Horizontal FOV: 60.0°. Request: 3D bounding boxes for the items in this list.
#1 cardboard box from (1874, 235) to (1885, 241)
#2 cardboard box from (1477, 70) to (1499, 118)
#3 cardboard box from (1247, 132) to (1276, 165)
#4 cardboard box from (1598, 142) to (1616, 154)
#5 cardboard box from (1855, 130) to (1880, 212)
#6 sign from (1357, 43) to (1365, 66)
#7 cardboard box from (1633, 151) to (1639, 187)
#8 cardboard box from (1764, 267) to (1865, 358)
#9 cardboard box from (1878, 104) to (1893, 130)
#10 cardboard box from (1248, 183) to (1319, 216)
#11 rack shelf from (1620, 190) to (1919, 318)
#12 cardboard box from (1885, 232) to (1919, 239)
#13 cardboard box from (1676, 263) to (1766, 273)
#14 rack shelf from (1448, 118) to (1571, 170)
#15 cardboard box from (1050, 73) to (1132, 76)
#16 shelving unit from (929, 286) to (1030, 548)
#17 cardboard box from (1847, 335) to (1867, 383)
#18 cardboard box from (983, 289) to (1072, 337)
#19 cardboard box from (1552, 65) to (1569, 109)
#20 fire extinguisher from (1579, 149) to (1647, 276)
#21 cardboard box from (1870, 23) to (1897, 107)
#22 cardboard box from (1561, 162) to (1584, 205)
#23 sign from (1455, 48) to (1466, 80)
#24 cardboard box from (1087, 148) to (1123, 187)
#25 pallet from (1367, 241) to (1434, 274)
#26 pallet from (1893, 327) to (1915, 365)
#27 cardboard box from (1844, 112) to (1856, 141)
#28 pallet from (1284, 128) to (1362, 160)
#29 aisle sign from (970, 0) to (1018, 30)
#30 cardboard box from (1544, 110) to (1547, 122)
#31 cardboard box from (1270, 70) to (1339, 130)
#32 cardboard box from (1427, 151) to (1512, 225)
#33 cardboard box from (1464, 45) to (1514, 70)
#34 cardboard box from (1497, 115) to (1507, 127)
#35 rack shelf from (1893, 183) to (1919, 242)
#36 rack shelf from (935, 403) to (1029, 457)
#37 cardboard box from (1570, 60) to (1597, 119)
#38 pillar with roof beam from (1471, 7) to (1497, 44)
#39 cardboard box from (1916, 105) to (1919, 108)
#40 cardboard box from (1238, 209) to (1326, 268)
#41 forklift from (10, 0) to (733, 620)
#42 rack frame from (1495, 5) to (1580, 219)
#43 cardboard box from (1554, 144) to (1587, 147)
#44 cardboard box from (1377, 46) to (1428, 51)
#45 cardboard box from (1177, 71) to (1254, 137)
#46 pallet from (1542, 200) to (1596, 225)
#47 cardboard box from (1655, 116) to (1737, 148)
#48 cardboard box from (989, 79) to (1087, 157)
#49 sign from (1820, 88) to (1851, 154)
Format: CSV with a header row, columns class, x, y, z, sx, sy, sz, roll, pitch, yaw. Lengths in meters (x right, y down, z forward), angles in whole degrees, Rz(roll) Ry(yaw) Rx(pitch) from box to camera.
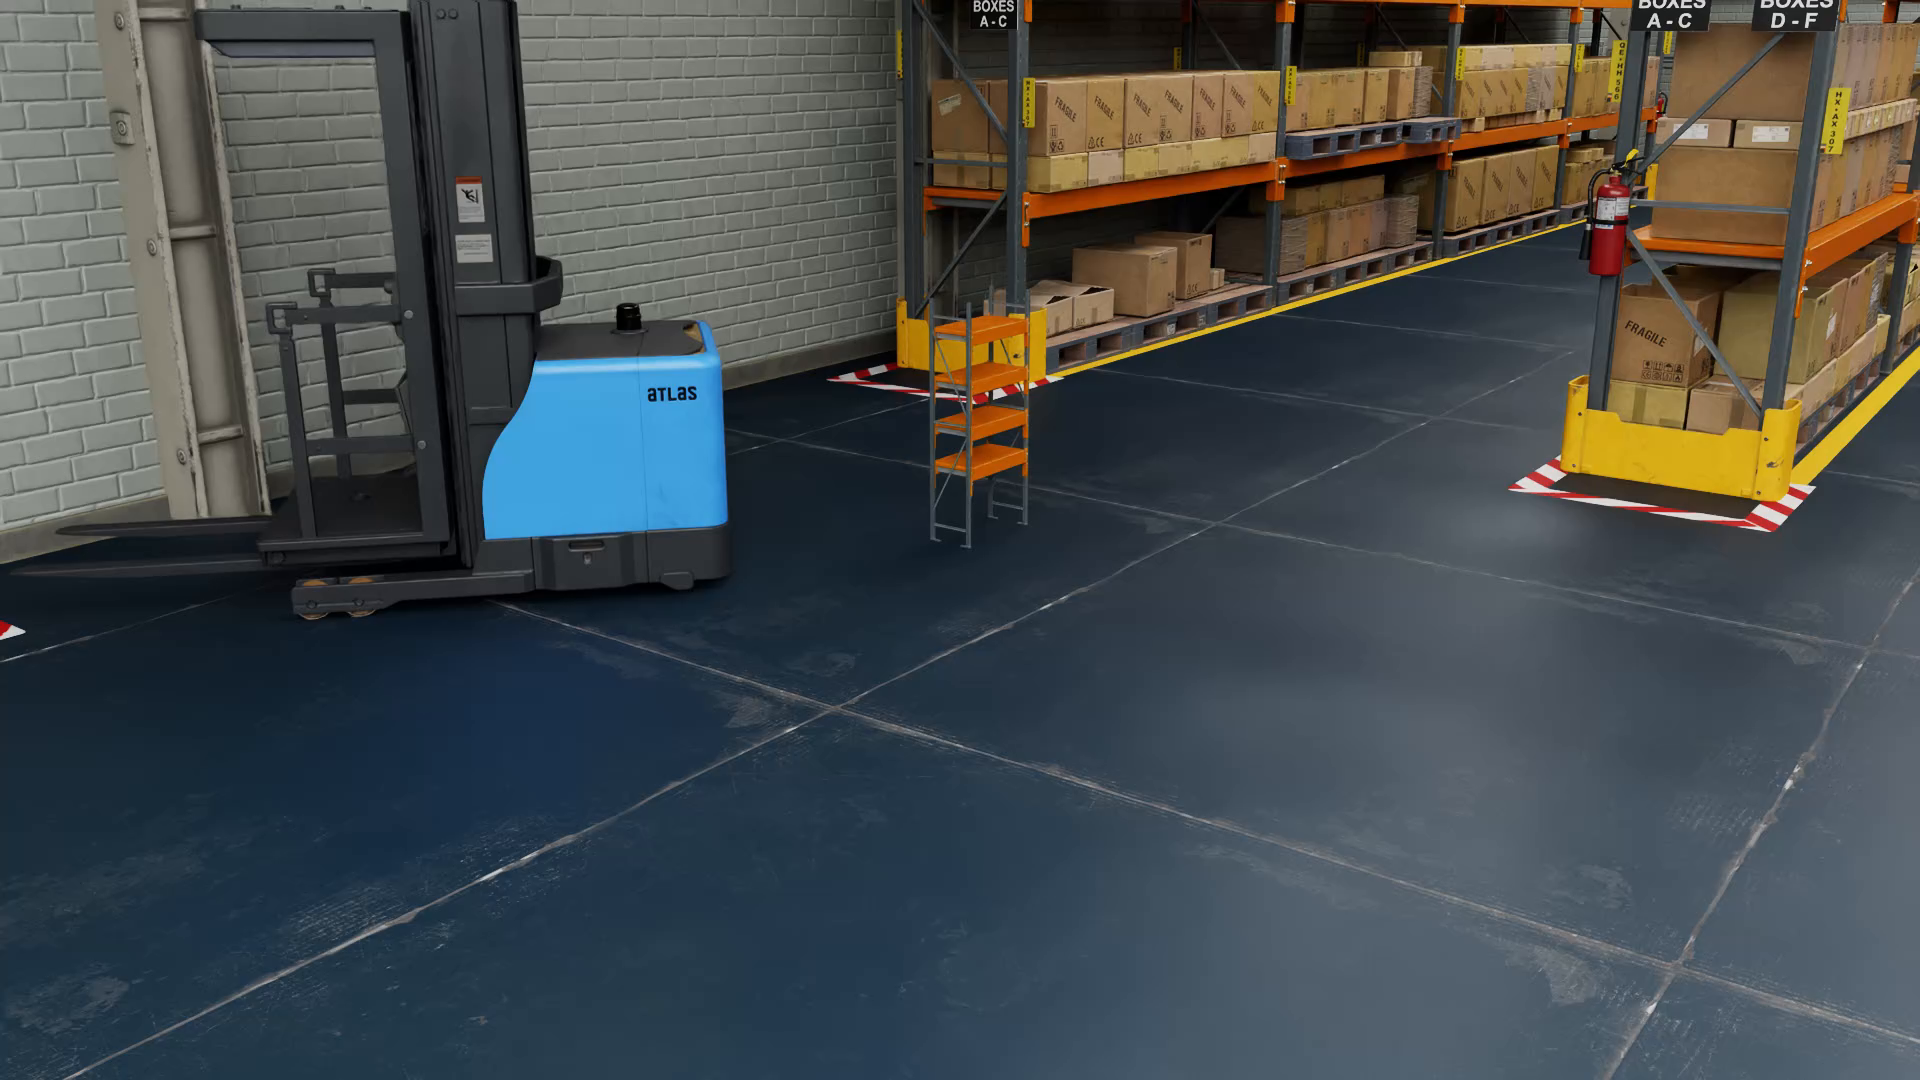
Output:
class,x,y,z,sx,sy,sz,roll,pitch,yaw
cardboard box,7.616,-2.519,14.281,0.500,0.311,0.500,12,21,33
cardboard box,5.610,-4.952,18.429,0.500,0.500,0.500,13,22,36
cardboard box,2.373,-3.378,14.283,0.500,0.250,0.500,12,21,35
cardboard box,9.143,-5.473,23.223,0.380,0.149,0.250,13,22,36
cardboard box,5.522,-2.427,10.834,0.700,0.500,0.500,13,21,35
sign,4.347,-5.209,18.009,0.100,0.325,0.005,12,21,35
cardboard box,9.225,-5.287,23.718,0.700,0.500,0.500,12,21,35
cardboard box,5.403,-1.470,10.583,0.500,0.500,0.500,12,21,35
cardboard box,5.795,-2.745,10.762,0.380,0.149,0.250,12,21,34
cardboard box,3.097,-3.265,15.907,0.500,0.250,0.500,12,21,34
rack shelf,5.201,-1.912,10.556,1.077,0.370,4.000,12,21,35
cardboard box,8.054,-2.427,13.984,0.500,0.311,0.500,12,21,34
cardboard box,4.973,-1.565,10.888,0.500,0.500,0.500,12,21,35
rack shelf,5.987,-4.692,19.508,1.077,0.370,4.000,12,21,35
cardboard box,1.051,-3.462,13.288,0.500,0.500,0.500,13,21,35
shelving unit,0.099,-0.612,8.193,0.258,1.200,0.503,12,21,35
cardboard box,5.700,-1.231,11.079,0.500,0.250,0.500,12,21,35
cardboard box,0.513,-1.729,12.544,0.500,0.311,0.500,10,20,29
cardboard box,7.106,-5.557,20.376,0.500,0.500,0.500,12,21,34
fire extinguisher,3.566,-1.796,9.101,0.296,0.674,0.183,12,21,35
cardboard box,5.534,-3.053,10.660,0.700,0.500,0.500,12,21,35
cardboard box,7.706,-4.679,21.759,0.700,0.500,0.500,13,21,35
sign,5.237,-4.981,17.406,0.100,0.325,0.005,12,21,35
cardboard box,0.872,-2.778,12.351,0.500,0.250,0.500,12,21,33
pallet,4.328,-3.042,17.682,1.003,0.211,1.213,12,21,35
pallet,6.800,-1.583,12.984,1.003,0.211,1.213,12,21,35
cardboard box,5.030,-2.438,9.776,0.380,0.149,0.250,12,21,33
pallet,2.984,-3.671,15.331,1.003,0.211,1.213,12,21,35
aisle sign,0.227,-3.825,11.120,0.394,0.787,0.004,12,21,35
cardboard box,6.883,-5.153,20.169,0.380,0.149,0.250,13,22,36
cardboard box,3.081,-4.111,15.515,0.700,0.500,0.500,15,23,40
cardboard box,5.866,-4.093,19.281,0.750,0.750,0.750,12,21,34
cardboard box,5.887,-5.427,18.694,0.500,0.250,0.500,13,21,35
cardboard box,6.083,-4.853,19.205,0.380,0.149,0.250,13,21,35
rack shelf,7.584,-2.865,13.624,1.077,0.370,4.000,12,21,35
rack shelf,0.099,-0.548,8.213,0.258,0.148,0.480,12,21,35
cardboard box,7.515,-5.781,21.297,0.980,0.700,0.700,13,21,36
pillar with roof beam,10.358,-7.936,18.625,9.100,9.000,0.400,12,21,35
cardboard box,7.789,-3.330,13.740,0.500,0.500,0.500,11,20,32
cardboard box,3.105,-2.933,16.104,0.700,0.500,0.500,12,21,34
forklift,-2.600,-1.227,7.254,3.031,2.935,1.130,-3,18,-11
rack frame,7.179,-5.512,20.935,1.000,3.000,0.127,12,21,35
cardboard box,8.385,-5.360,22.858,0.380,0.149,0.250,13,21,35
cardboard box,4.857,-5.270,18.189,0.500,0.250,0.500,13,22,36
cardboard box,2.086,-3.615,13.783,0.500,0.500,0.500,12,21,34
pallet,7.694,-4.347,21.887,1.003,0.211,1.213,12,21,35
cardboard box,4.084,-2.261,9.206,0.380,0.149,0.250,12,21,34
cardboard box,0.554,-3.010,11.835,0.500,0.500,0.500,12,21,35
sign,4.451,-2.131,8.455,0.100,0.325,0.005,12,21,35
